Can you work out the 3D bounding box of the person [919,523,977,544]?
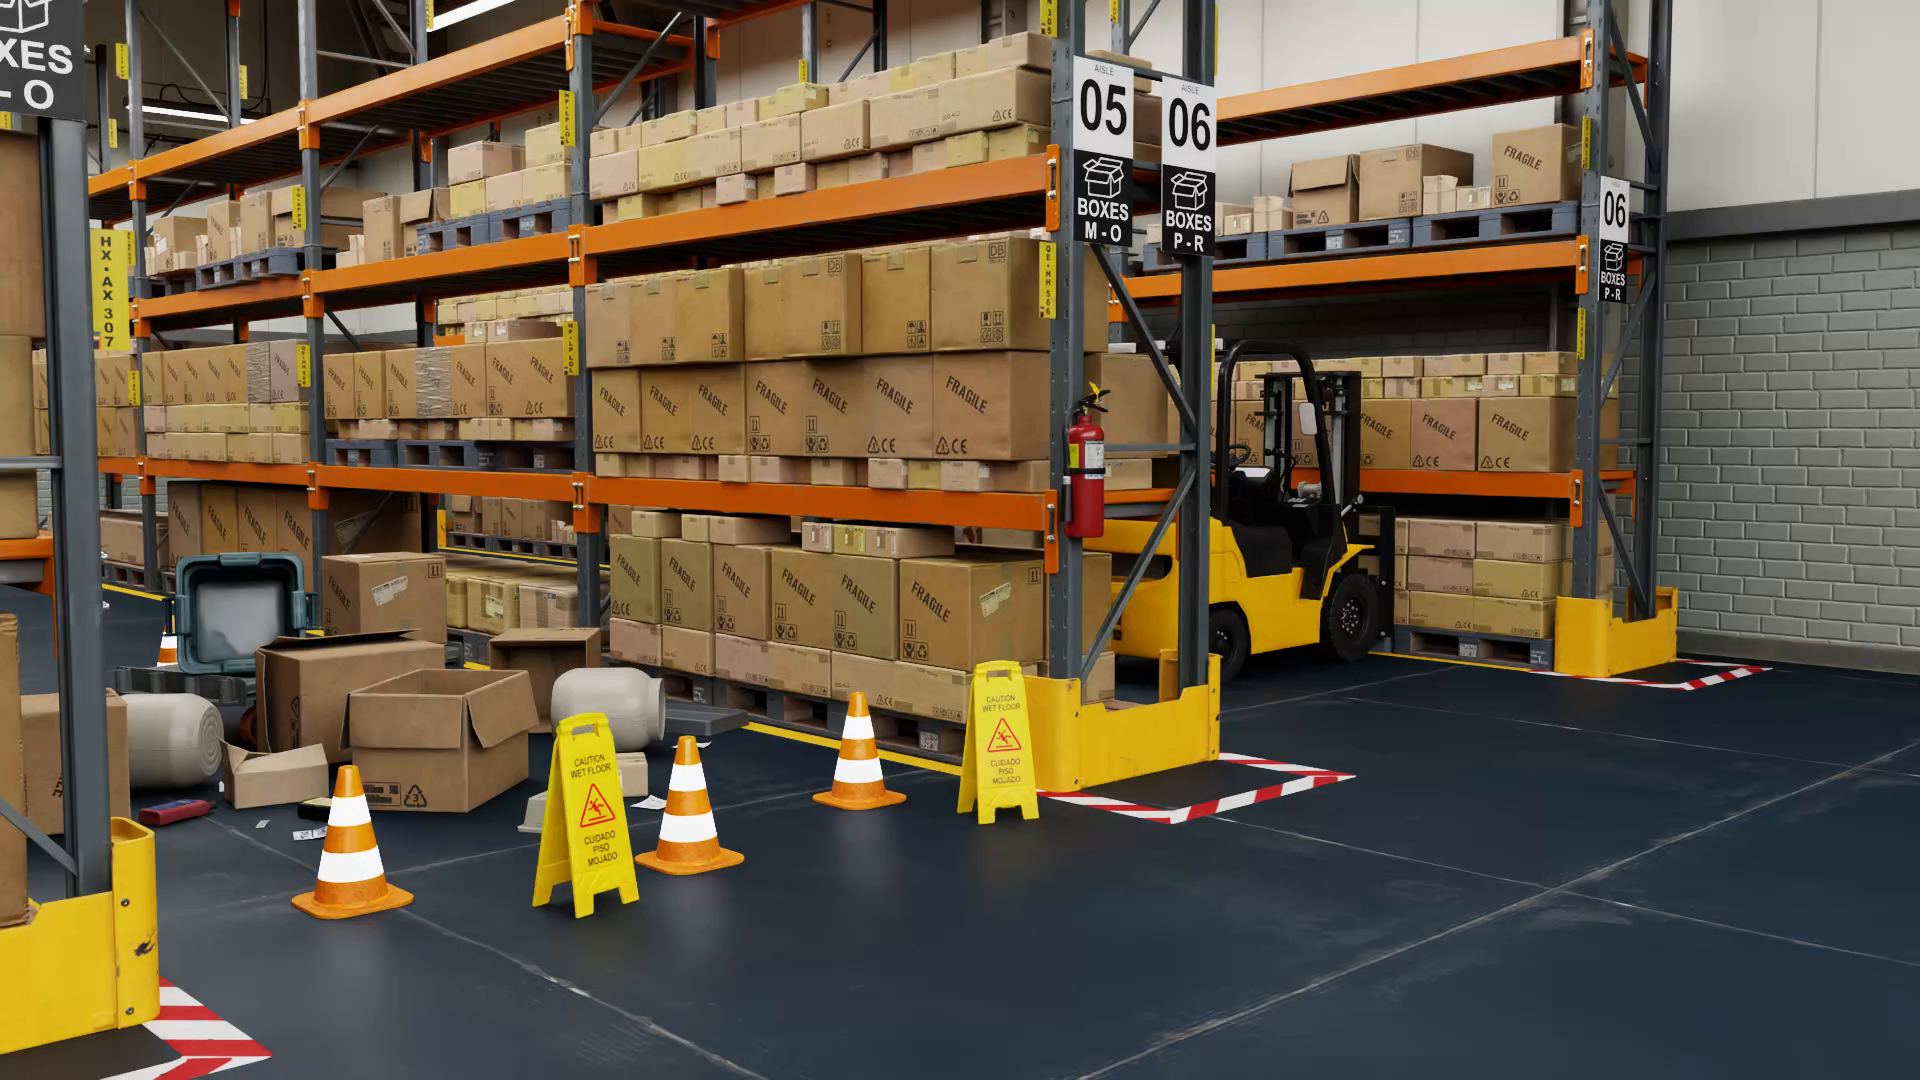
[{"bbox_3d":[-0.184,-0.072,12.093,0.639,1.735,0.722,-2,4,-21],"label":"person"}]
